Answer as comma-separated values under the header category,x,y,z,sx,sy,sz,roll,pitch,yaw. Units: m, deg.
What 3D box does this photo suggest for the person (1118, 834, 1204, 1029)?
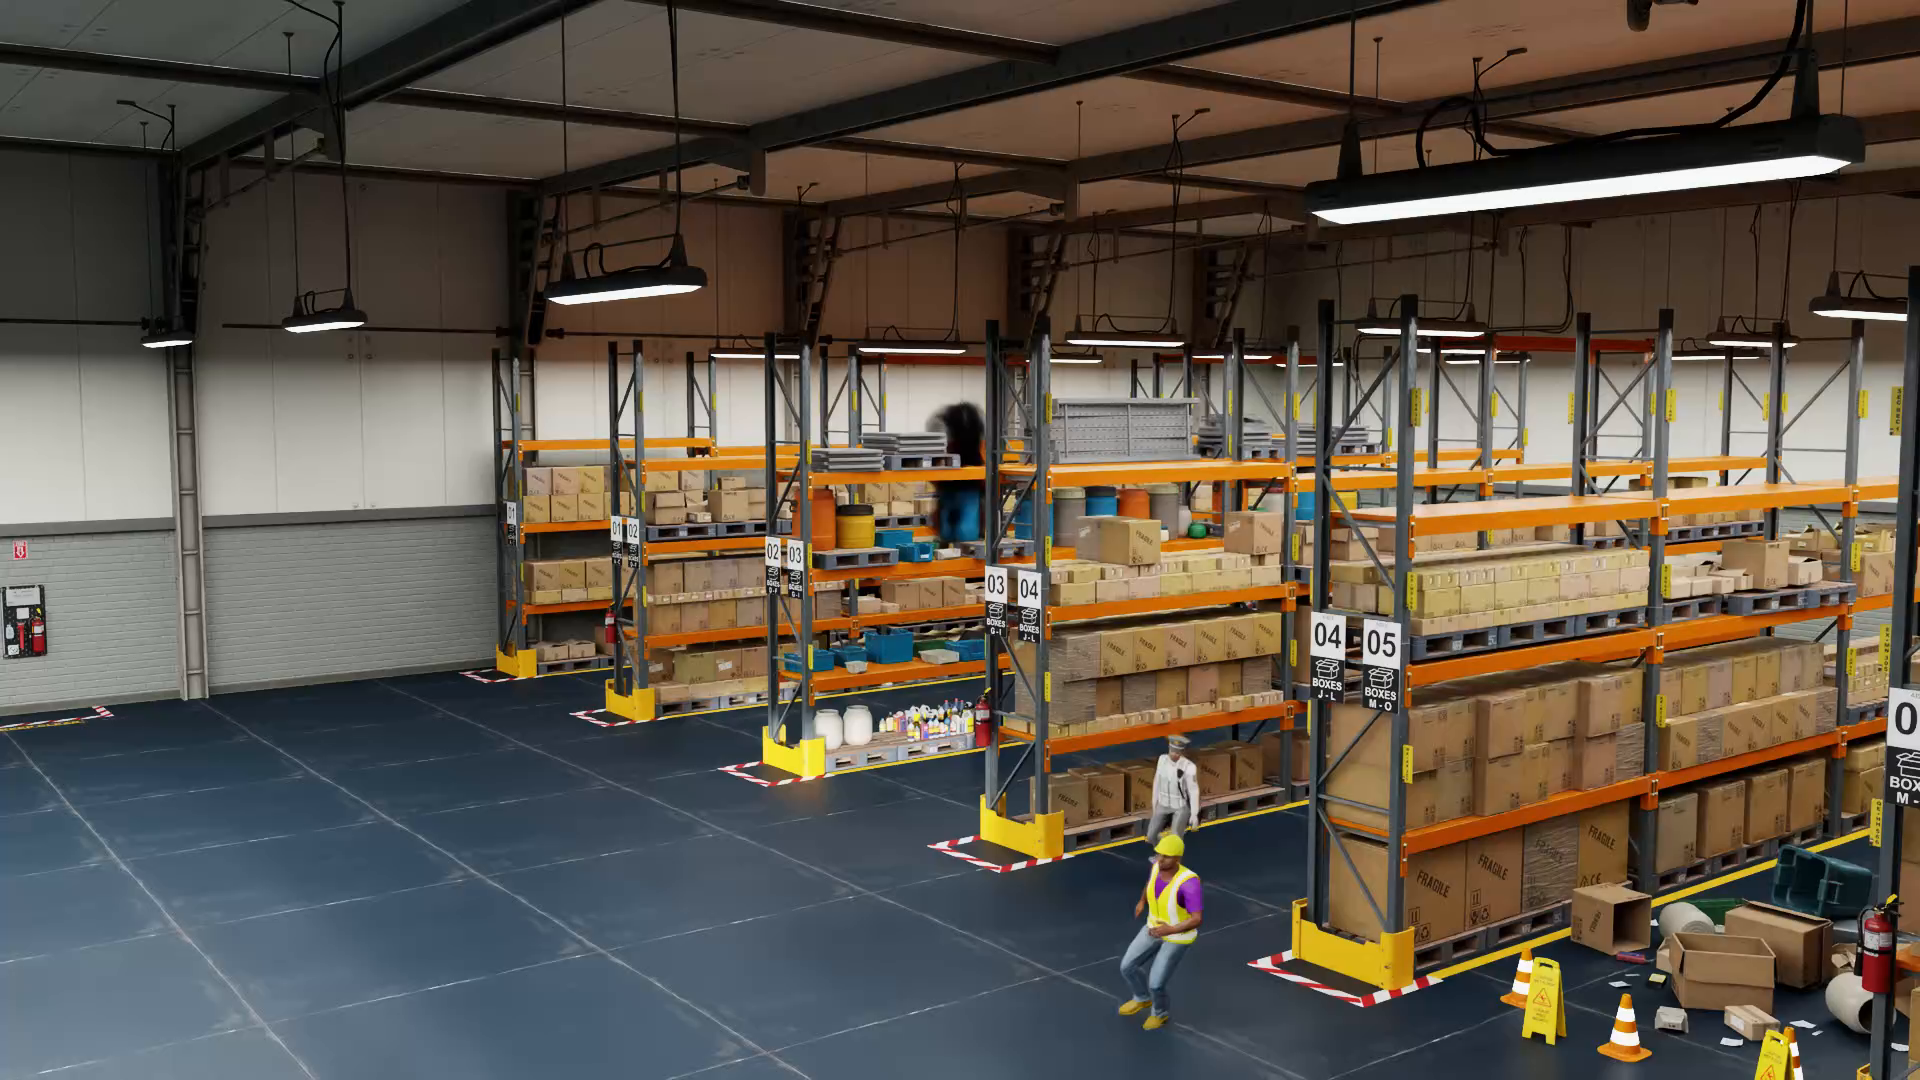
category,x,y,z,sx,sy,sz,roll,pitch,yaw
person,1.591,3.179,13.405,0.894,1.680,0.666,5,7,44

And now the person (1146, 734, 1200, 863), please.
category,x,y,z,sx,sy,sz,roll,pitch,yaw
person,2.268,2.818,17.670,0.740,1.585,0.620,3,6,32
